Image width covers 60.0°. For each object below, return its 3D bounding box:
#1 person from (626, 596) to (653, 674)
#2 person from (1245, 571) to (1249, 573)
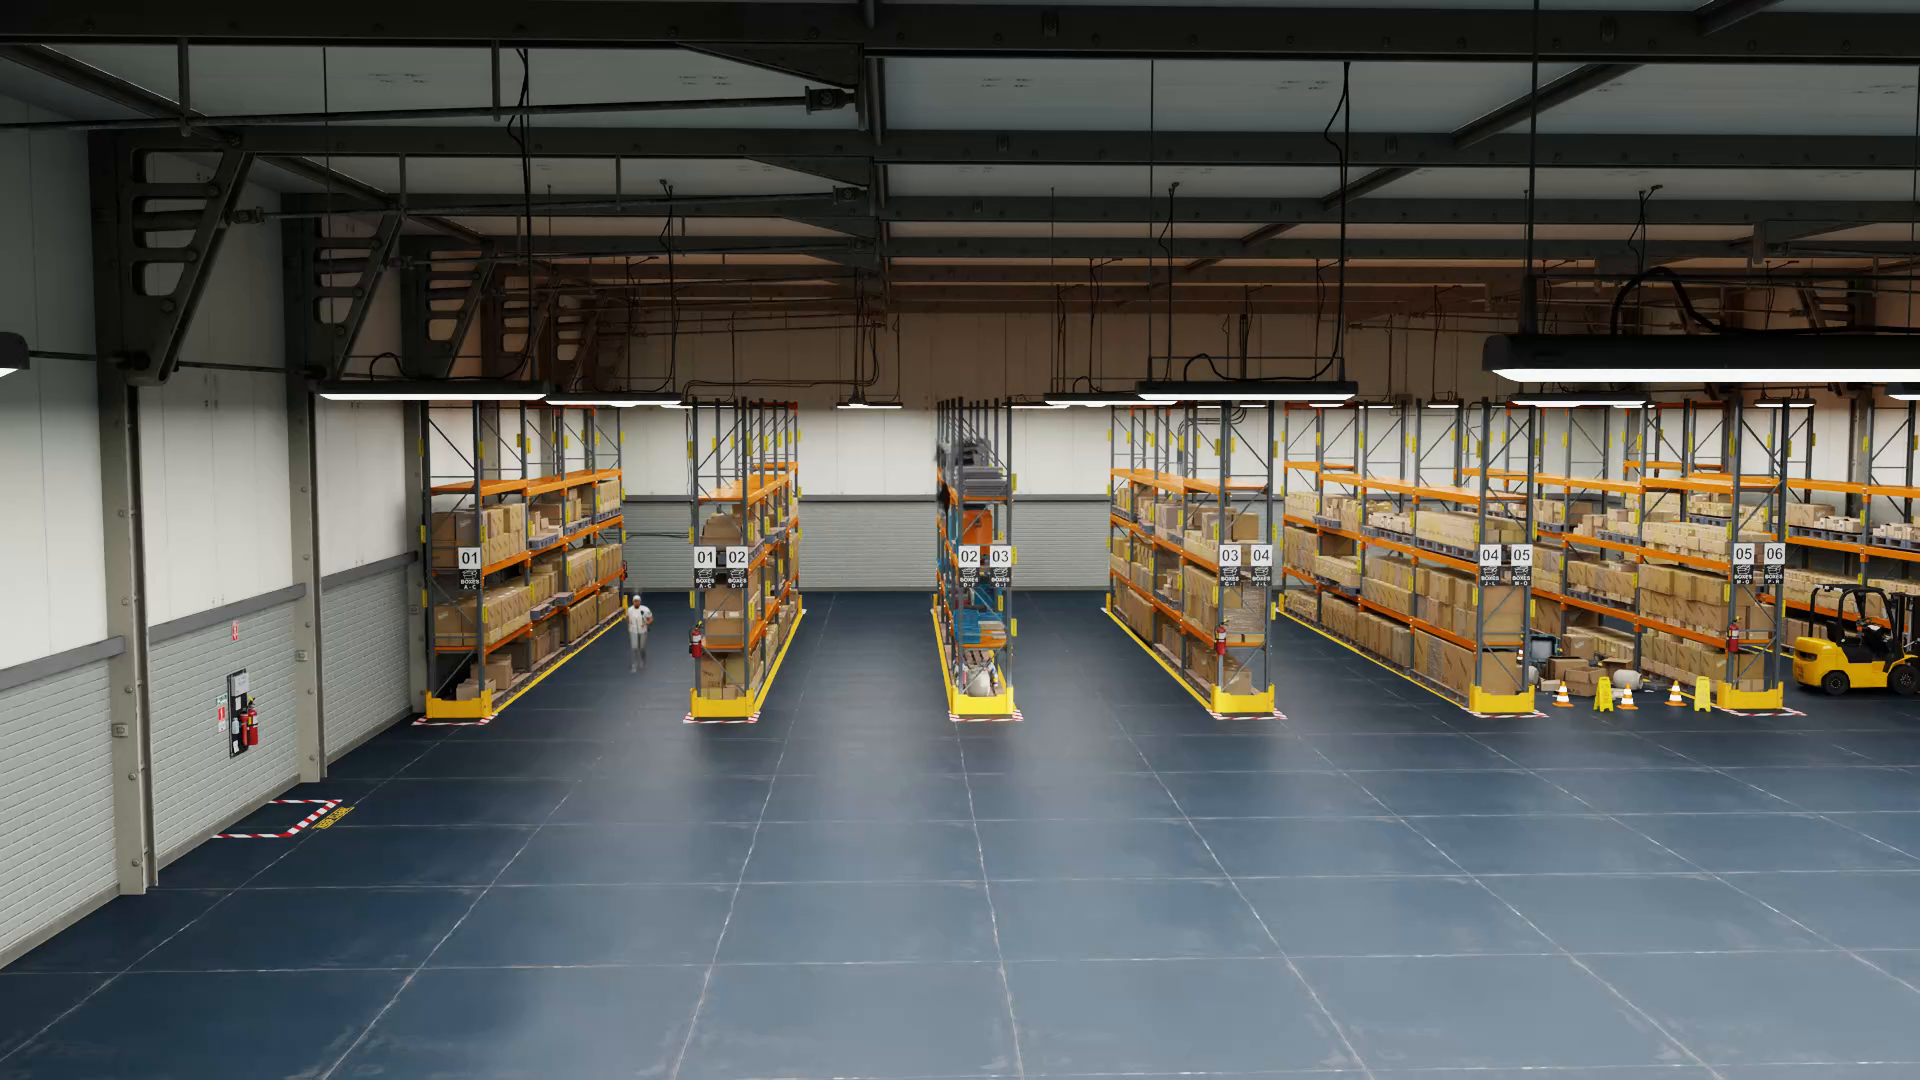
[{"bbox_3d":[-7.063,2.061,36.710,0.601,1.705,0.815,0,4,-5],"label":"person"},{"bbox_3d":[7.988,1.154,47.909,0.818,1.801,0.710,-4,6,-45],"label":"person"}]
